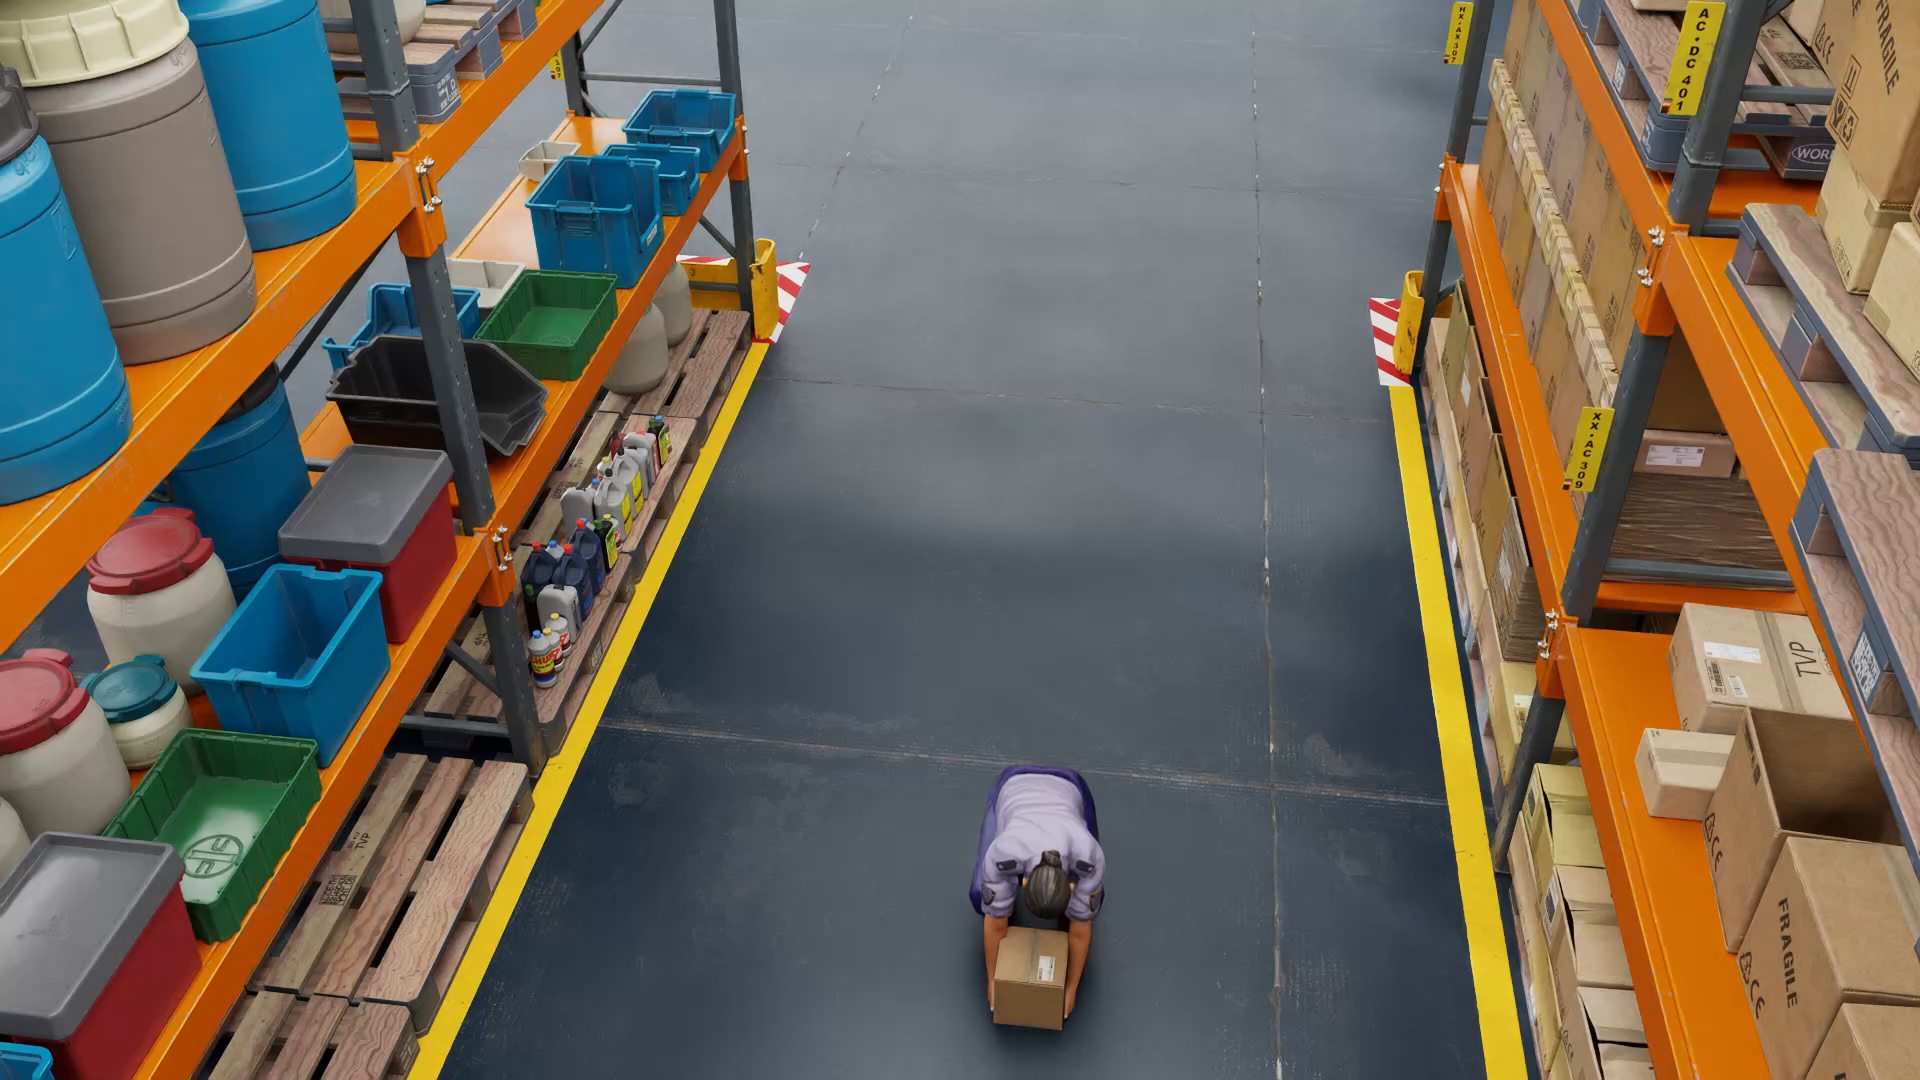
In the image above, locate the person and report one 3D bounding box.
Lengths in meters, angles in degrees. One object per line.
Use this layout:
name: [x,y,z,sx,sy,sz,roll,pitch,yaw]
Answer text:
person: [0.291,1.234,6.174,0.500,0.777,0.869,4,37,5]
